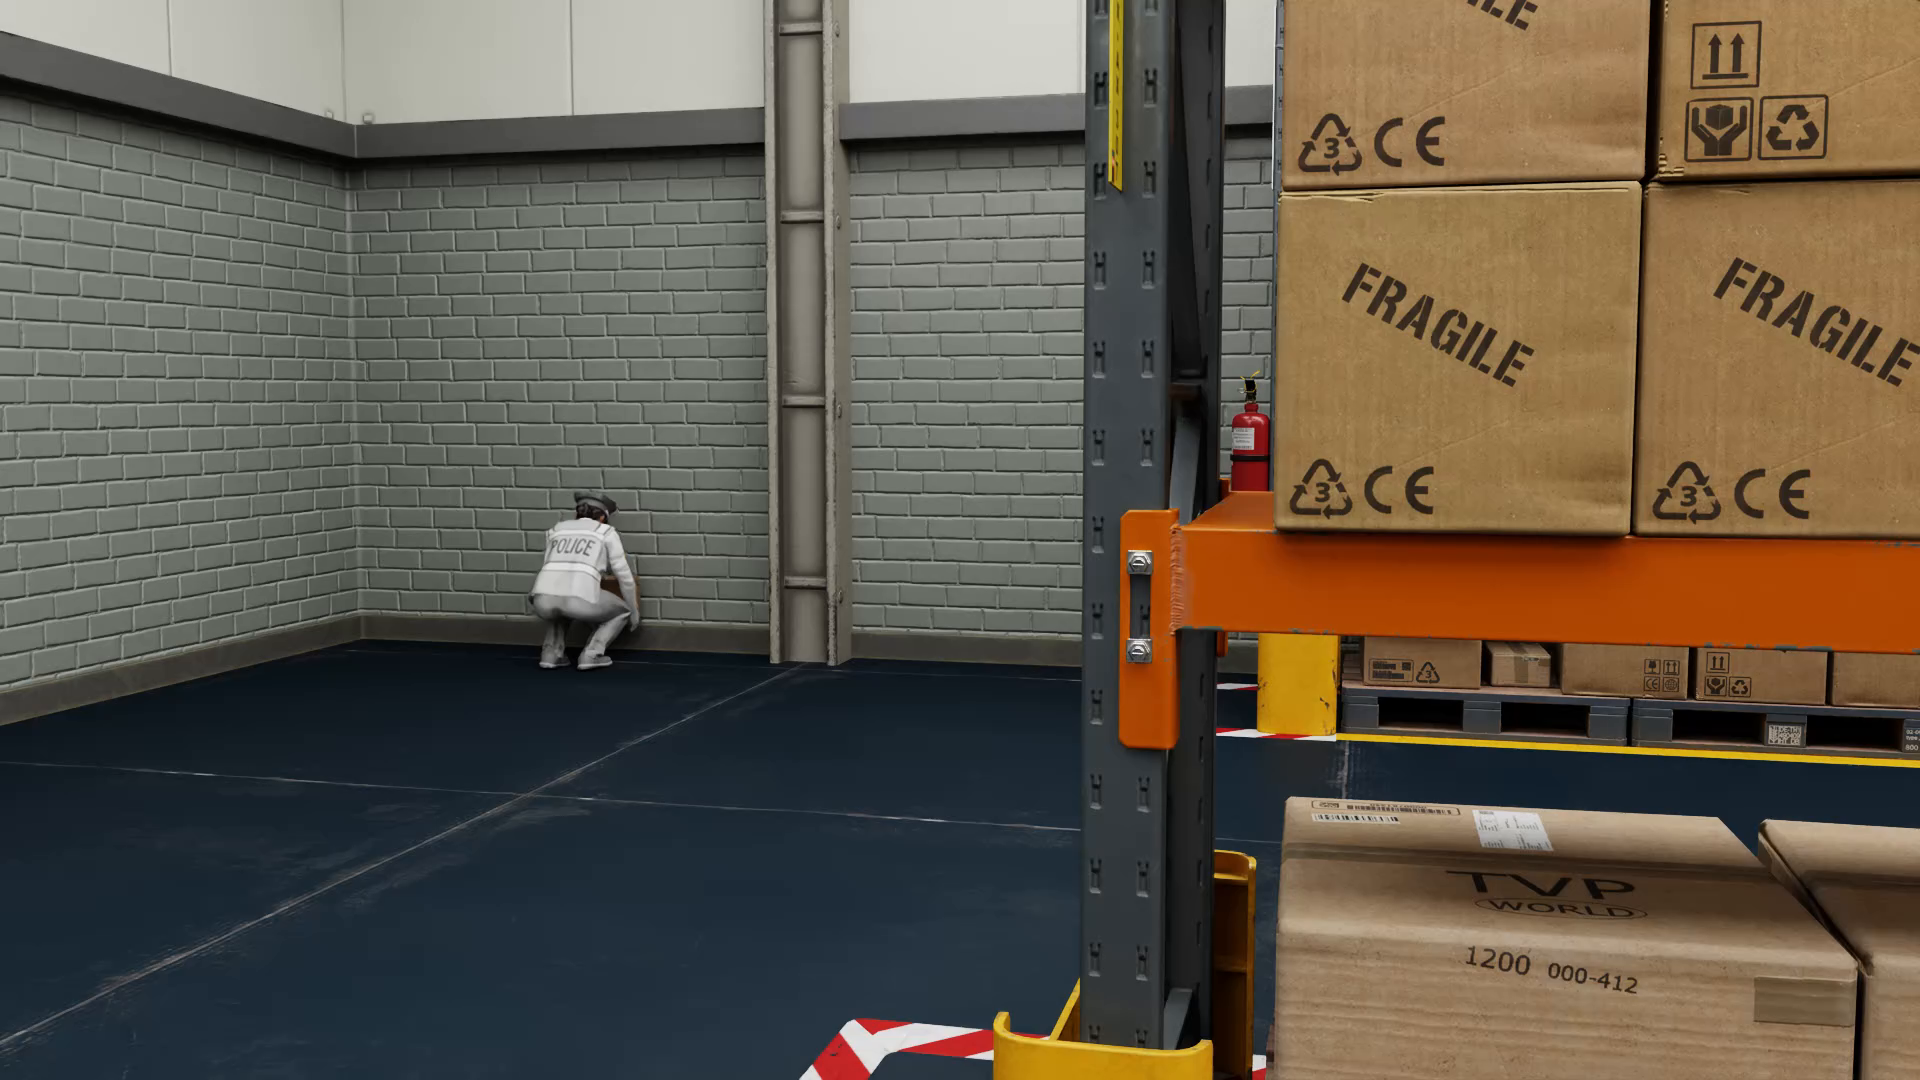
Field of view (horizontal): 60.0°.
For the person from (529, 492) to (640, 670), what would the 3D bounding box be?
[{"bbox_3d":[-2.109,0.222,9.339,0.471,0.971,0.841,1,5,13],"label":"person"}]
